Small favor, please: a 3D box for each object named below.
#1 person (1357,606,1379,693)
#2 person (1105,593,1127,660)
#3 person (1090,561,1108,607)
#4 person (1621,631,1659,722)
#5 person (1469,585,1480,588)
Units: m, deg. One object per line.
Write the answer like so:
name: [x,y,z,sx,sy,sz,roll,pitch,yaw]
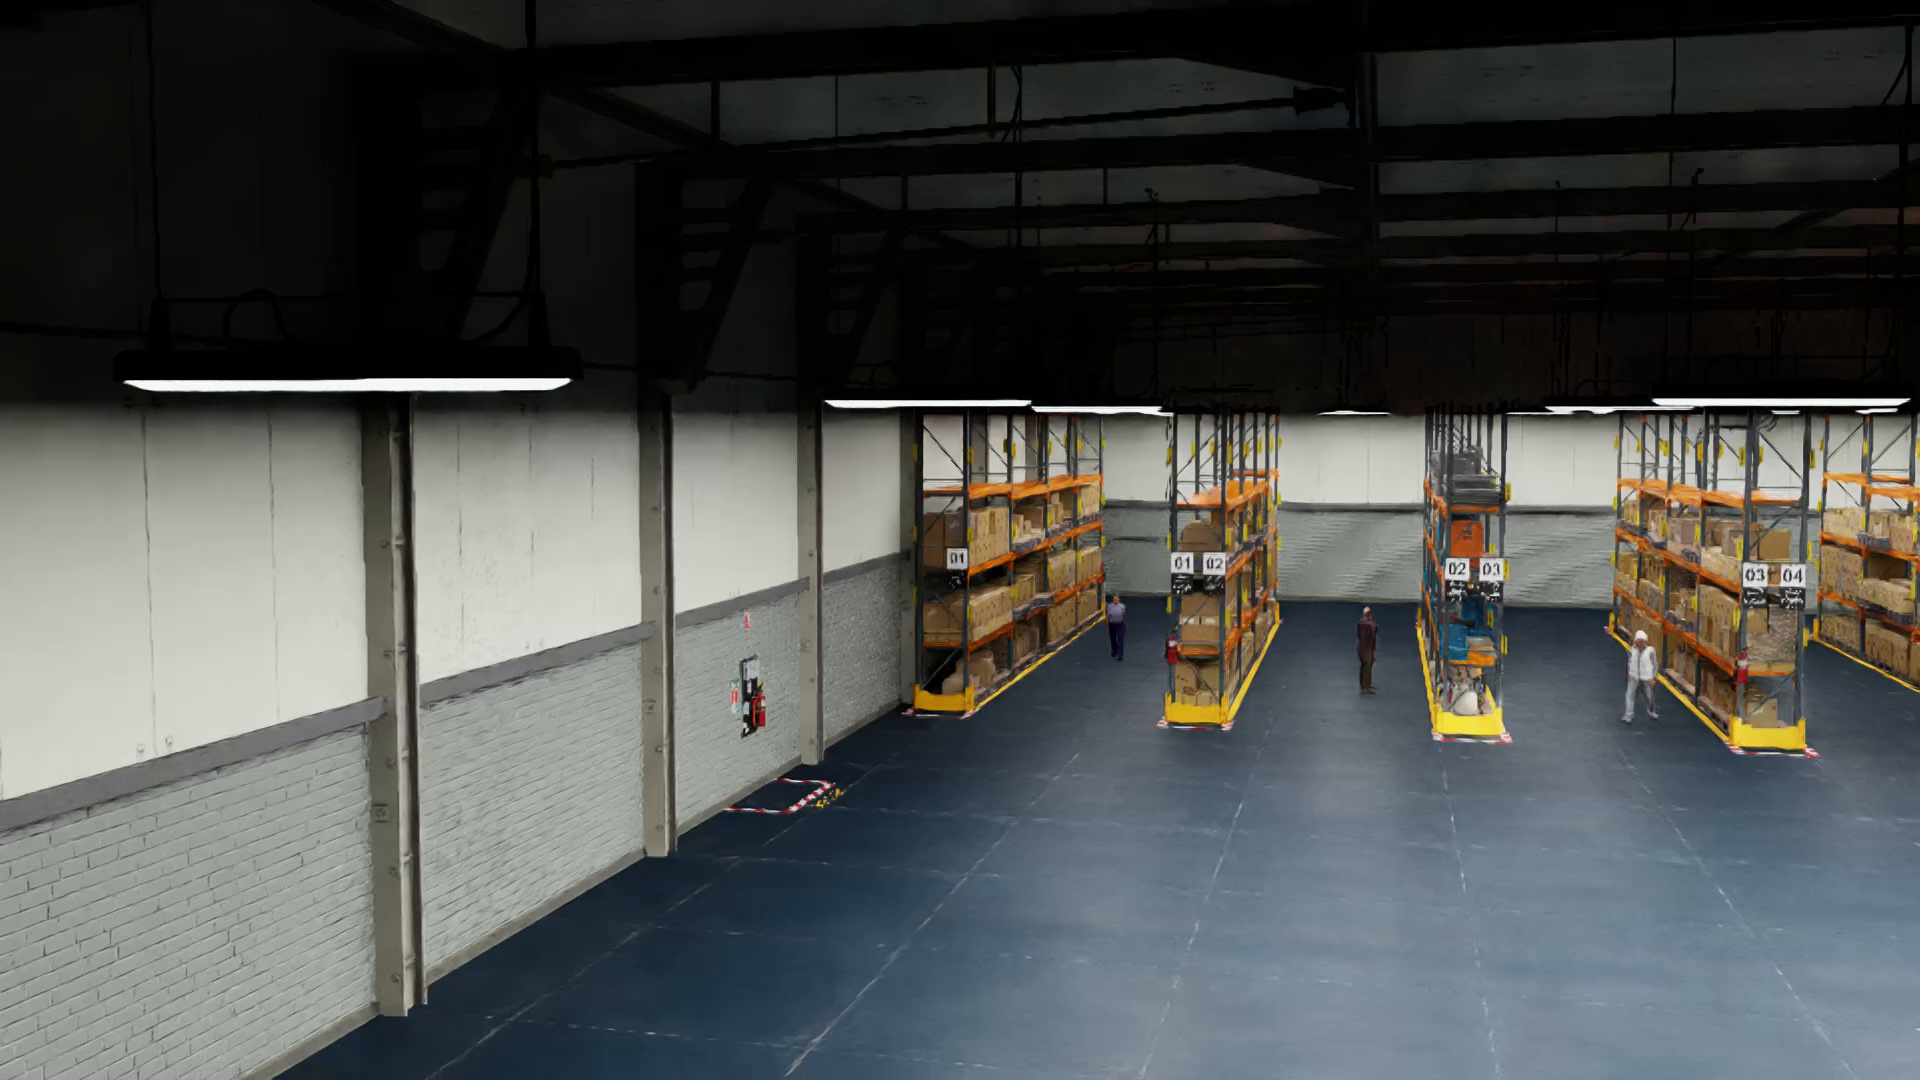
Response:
person: [8.501,2.266,34.538,0.514,1.785,0.638,-1,4,-16]
person: [3.674,2.025,39.257,0.482,1.565,1.090,1,4,12]
person: [4.148,1.179,49.737,0.751,1.723,0.549,-4,6,-43]
person: [12.849,2.557,31.327,0.575,1.728,0.962,3,5,37]
person: [13.683,1.658,44.007,0.630,1.608,0.811,0,4,-3]
